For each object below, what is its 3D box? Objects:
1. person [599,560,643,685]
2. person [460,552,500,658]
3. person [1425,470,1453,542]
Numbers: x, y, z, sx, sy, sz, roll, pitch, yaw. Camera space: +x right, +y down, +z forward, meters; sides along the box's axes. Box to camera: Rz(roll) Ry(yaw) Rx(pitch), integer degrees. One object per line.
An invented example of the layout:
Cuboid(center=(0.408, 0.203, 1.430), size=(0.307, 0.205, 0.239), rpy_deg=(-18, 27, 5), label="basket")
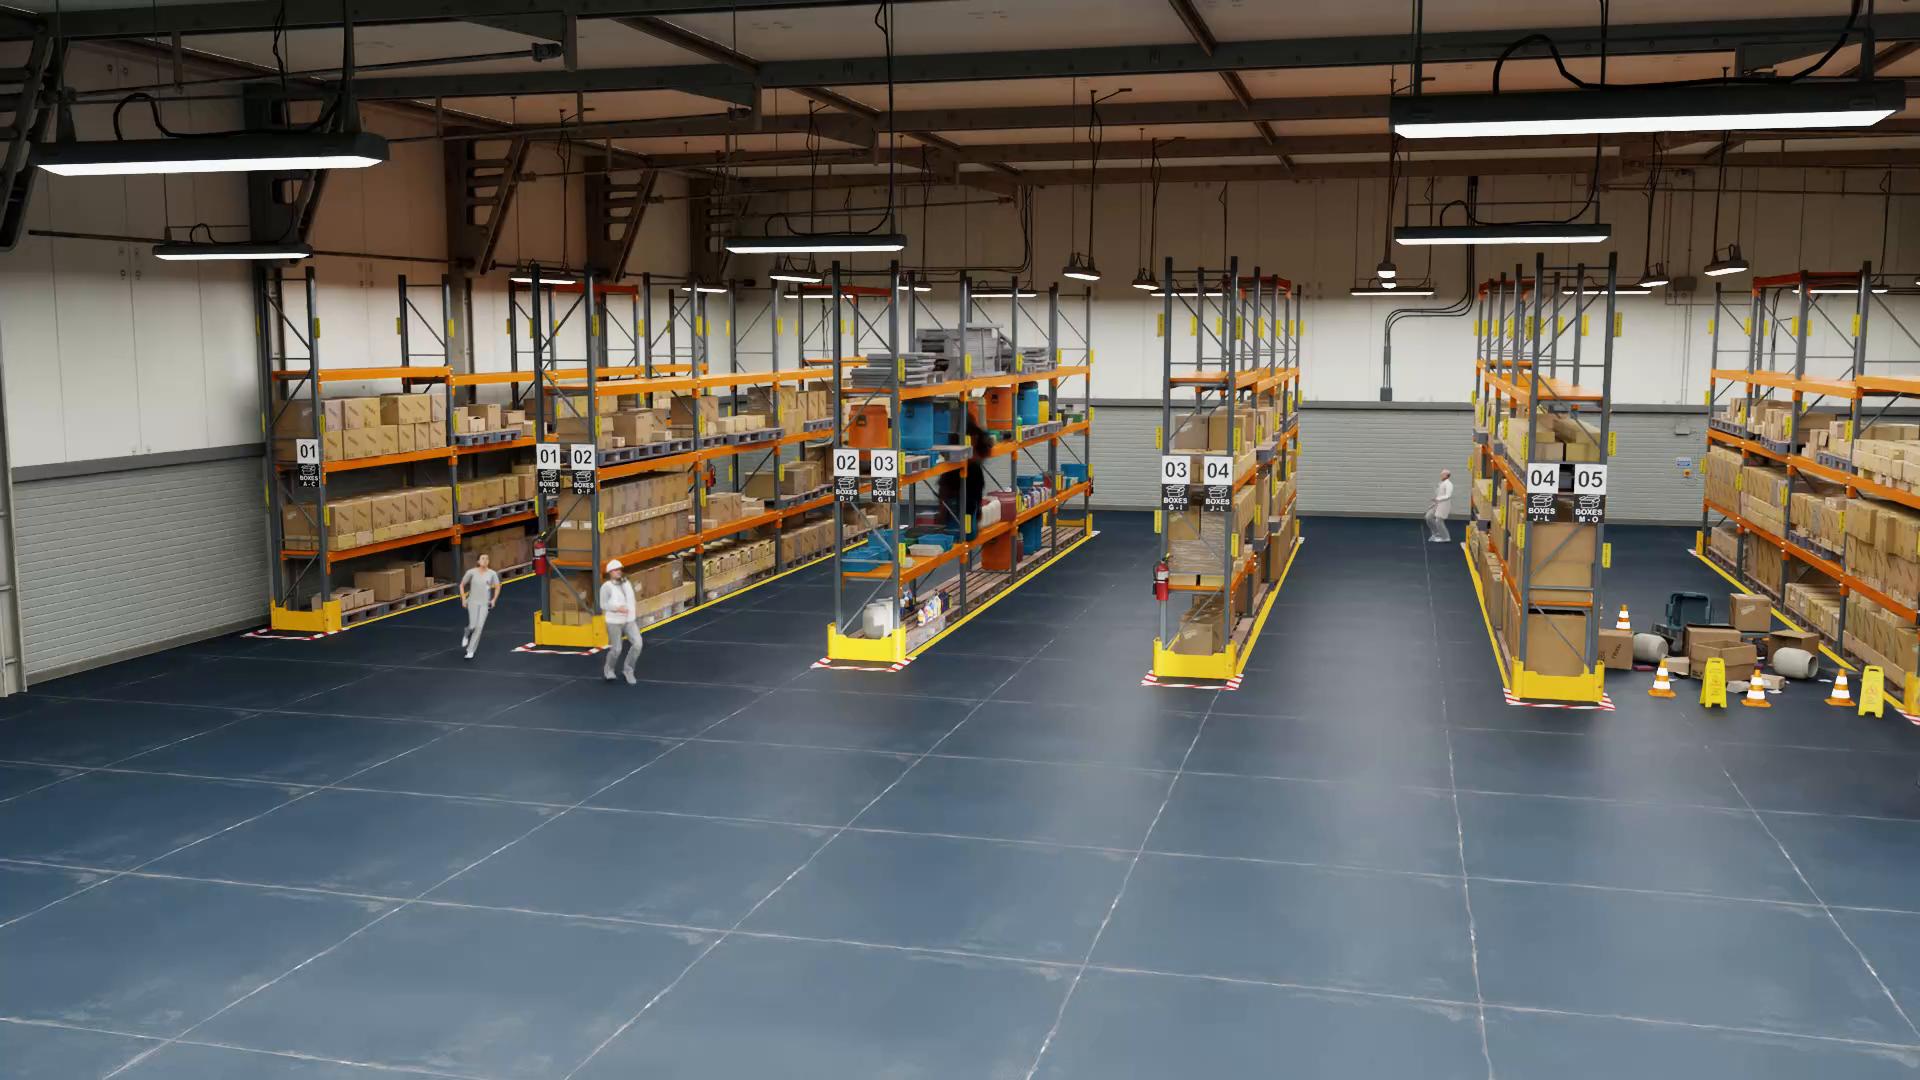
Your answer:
Cuboid(center=(-4.803, 1.167, 23.565), size=(0.662, 1.789, 0.725), rpy_deg=(-6, 10, -41), label="person")
Cuboid(center=(-7.351, 0.975, 25.541), size=(0.594, 1.595, 0.557), rpy_deg=(-3, 8, -23), label="person")
Cuboid(center=(11.313, -0.789, 39.095), size=(0.613, 1.730, 0.694), rpy_deg=(-1, 7, -10), label="person")
